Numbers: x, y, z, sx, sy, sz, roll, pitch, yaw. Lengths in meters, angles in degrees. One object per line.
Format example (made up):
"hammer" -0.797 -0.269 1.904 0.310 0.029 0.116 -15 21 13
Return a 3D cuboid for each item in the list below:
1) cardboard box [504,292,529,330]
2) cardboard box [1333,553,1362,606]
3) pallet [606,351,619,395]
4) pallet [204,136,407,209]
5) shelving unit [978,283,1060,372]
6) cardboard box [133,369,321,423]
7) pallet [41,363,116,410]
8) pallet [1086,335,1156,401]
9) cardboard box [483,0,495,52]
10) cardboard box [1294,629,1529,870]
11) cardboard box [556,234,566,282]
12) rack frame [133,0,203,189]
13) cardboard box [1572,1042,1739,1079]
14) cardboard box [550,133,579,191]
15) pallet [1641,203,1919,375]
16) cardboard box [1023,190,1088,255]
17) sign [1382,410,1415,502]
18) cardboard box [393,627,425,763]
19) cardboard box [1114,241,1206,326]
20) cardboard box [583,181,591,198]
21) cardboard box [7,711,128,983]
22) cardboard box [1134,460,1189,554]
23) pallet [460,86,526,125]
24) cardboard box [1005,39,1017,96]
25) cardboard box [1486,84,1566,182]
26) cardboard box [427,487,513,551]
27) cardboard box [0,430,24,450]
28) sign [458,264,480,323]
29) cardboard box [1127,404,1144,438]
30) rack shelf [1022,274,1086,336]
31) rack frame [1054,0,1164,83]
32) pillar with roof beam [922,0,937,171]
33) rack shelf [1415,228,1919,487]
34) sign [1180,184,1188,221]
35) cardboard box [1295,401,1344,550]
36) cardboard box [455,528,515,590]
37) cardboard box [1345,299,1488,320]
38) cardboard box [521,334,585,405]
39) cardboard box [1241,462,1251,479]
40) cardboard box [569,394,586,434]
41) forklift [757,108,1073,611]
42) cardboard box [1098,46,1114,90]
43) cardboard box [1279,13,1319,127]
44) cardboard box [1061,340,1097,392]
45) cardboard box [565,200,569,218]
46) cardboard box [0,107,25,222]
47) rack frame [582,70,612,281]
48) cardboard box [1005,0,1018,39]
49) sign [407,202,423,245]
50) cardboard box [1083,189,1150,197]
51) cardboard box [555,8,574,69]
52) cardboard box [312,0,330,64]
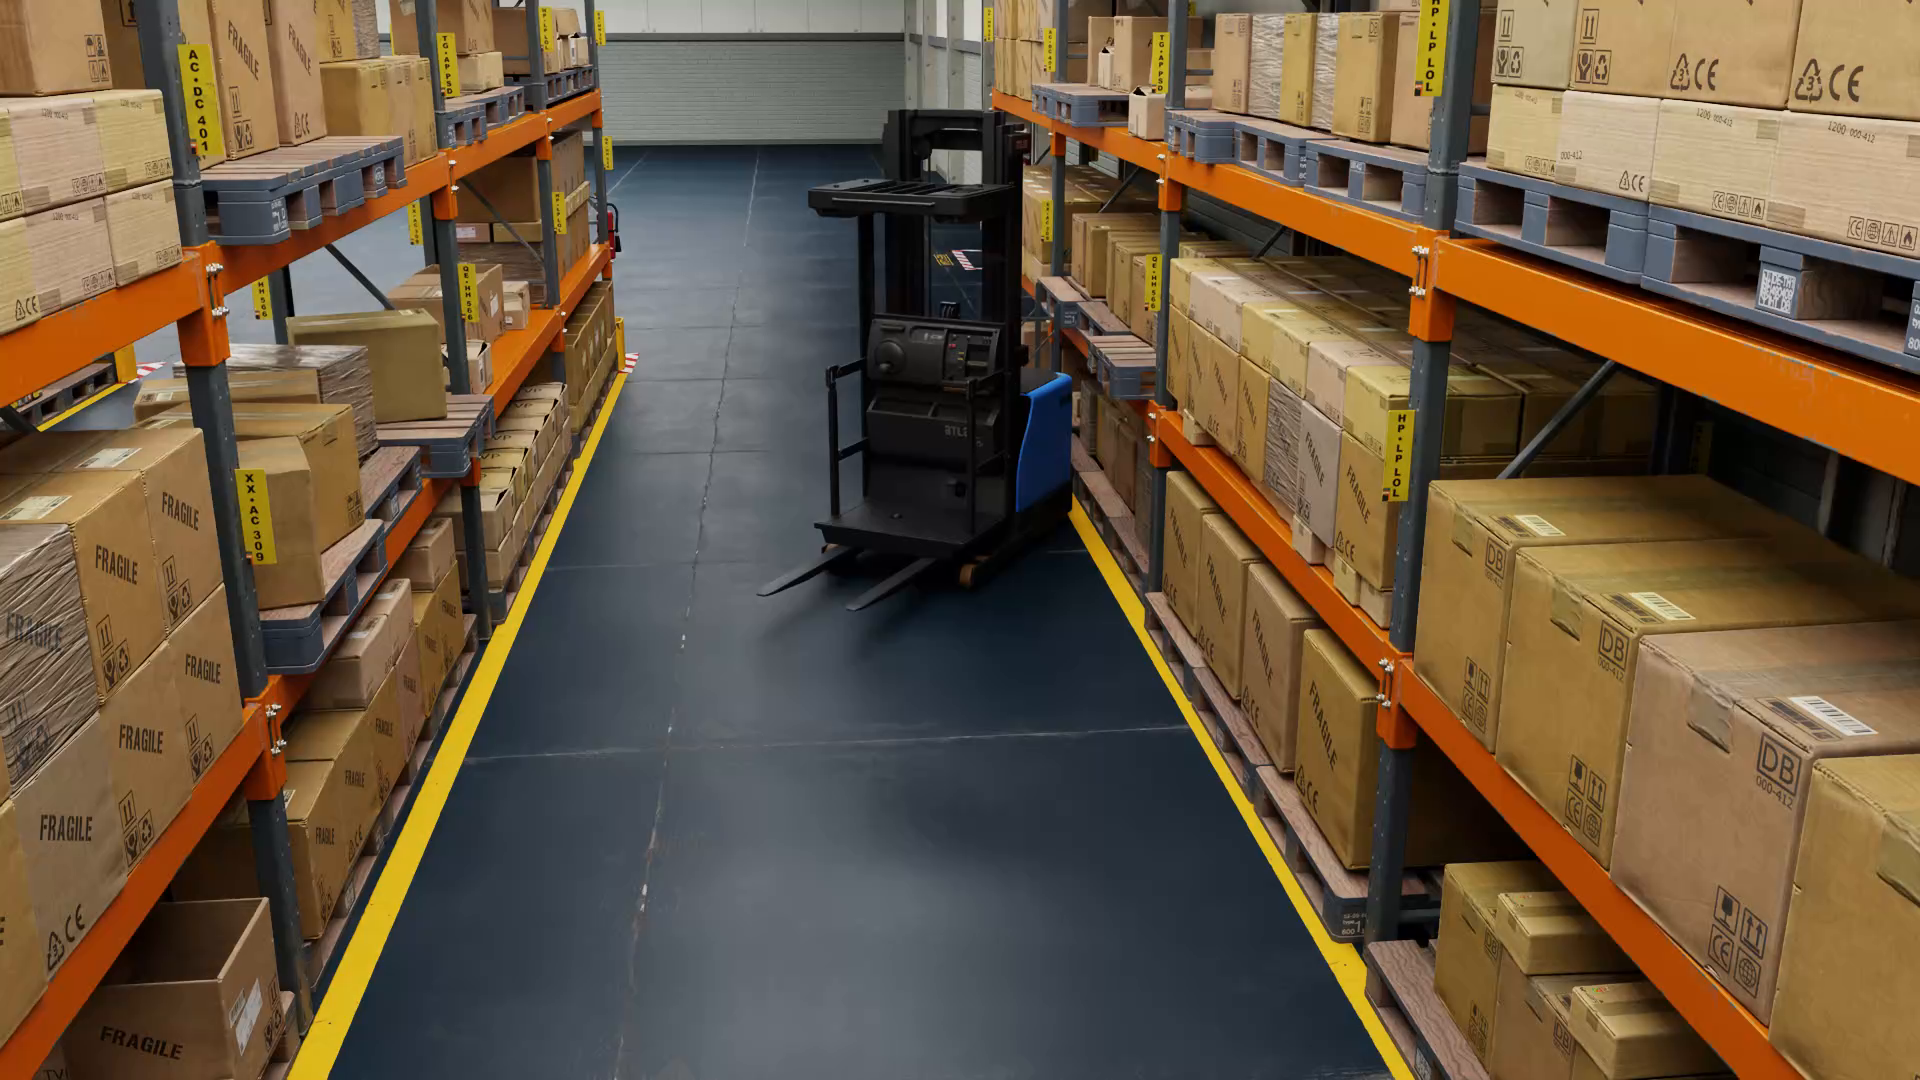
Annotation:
"cardboard box" -3.408 -1.707 12.329 0.396 0.266 0.258 -2 18 -7
"cardboard box" 1.705 0.146 6.589 0.380 0.149 0.250 -1 17 -5
"pallet" -3.973 -1.662 16.618 1.003 0.211 1.213 -2 18 -6
"pallet" -2.964 -1.490 6.722 1.213 0.211 1.003 -2 18 -6
"shelving unit" 0.439 -1.156 12.857 0.587 1.500 1.083 -2 17 -5
"cardboard box" -3.100 -0.416 7.126 0.700 0.500 0.500 -6 19 -20
"pallet" -8.888 -1.473 16.016 1.003 0.211 1.213 -2 18 -6
"pallet" 1.479 -1.107 10.515 1.213 0.211 1.003 -2 18 -6
"cardboard box" -3.657 -3.760 11.934 0.500 0.500 0.500 -2 17 -5
"cardboard box" 1.874 0.838 6.888 0.750 0.750 0.750 -2 17 -5
"cardboard box" -3.842 -2.513 14.507 0.700 0.500 0.500 -2 17 -5
"rack frame" -2.856 -2.506 4.635 1.000 3.000 0.127 -2 18 -6
"cardboard box" 2.145 1.723 4.652 0.700 0.500 0.500 -1 17 -4
"cardboard box" -3.993 -3.574 15.719 0.700 0.500 0.500 -2 18 -7
"pallet" 2.267 -0.580 3.656 1.003 0.211 1.213 -2 18 -6
"cardboard box" 0.832 -2.757 14.415 0.500 0.500 0.500 -2 18 -6
"sign" 1.532 -0.293 5.800 0.100 0.325 0.005 -2 18 -6
"cardboard box" -2.826 0.729 7.785 0.500 0.500 0.500 -2 18 -8
"cardboard box" 1.449 -1.757 11.365 0.700 0.500 0.500 -2 18 -6
"cardboard box" -3.865 -3.468 16.465 0.380 0.149 0.250 -2 18 -7
"cardboard box" -2.440 0.756 4.093 0.500 0.500 0.500 -1 17 -4
"cardboard box" 1.532 -0.220 10.807 0.700 0.500 0.500 -2 17 -5
"pallet" -3.578 -3.104 11.869 0.805 0.209 1.217 -2 18 -8
"cardboard box" 0.696 -4.438 15.598 0.500 0.500 0.500 -1 17 -3
"cardboard box" 1.880 -1.191 4.838 0.500 0.250 0.500 -2 18 -6
"cardboard box" -3.031 -0.156 10.120 0.500 0.311 0.500 -1 17 -4
"cardboard box" -3.088 -0.019 4.894 0.500 0.500 0.500 -1 17 -4
"sign" -2.730 -1.369 9.230 0.100 0.325 0.005 -2 18 -6
"cardboard box" 1.477 -0.902 11.730 0.500 0.250 0.500 -2 18 -6
"rack shelf" 1.039 -2.434 15.622 1.077 0.370 4.000 -2 18 -6
"rack frame" 1.245 -5.043 12.718 1.000 3.000 0.127 -2 18 -6
"pillar with roof beam" -4.992 -13.071 38.287 9.100 9.000 0.400 -2 18 -6
"rack shelf" 2.277 -0.290 3.785 1.077 0.370 4.000 -2 18 -6
"sign" 1.797 -2.752 13.501 0.100 0.325 0.005 -2 18 -6
"cardboard box" 1.710 -0.278 6.858 0.500 0.500 0.500 -2 18 -5
"cardboard box" -3.031 0.111 10.204 0.500 0.250 0.500 -2 18 -6
"cardboard box" 2.115 -0.960 7.779 0.500 0.250 0.500 -2 18 -7
"cardboard box" -3.418 -1.421 13.833 0.500 0.500 0.500 -2 18 -6
"cardboard box" 1.622 -0.391 8.302 0.380 0.149 0.250 -2 17 -5
"cardboard box" -3.428 -1.063 13.944 0.500 0.250 0.500 -2 18 -6
"forklift" -0.266 -1.230 10.701 1.130 2.935 3.031 8 19 24
"cardboard box" 1.286 -3.421 12.007 0.500 0.311 0.500 -1 17 -4
"cardboard box" 1.916 -2.214 7.812 0.700 0.500 0.500 -1 17 -3
"cardboard box" 1.099 -1.506 14.906 0.500 0.500 0.500 -3 18 -10
"cardboard box" -3.680 -2.932 14.757 0.380 0.149 0.250 -2 18 -6
"cardboard box" -2.439 -0.807 3.647 0.500 0.250 0.500 -2 18 -6
"rack frame" -4.094 -3.219 16.921 1.000 3.000 0.127 -2 18 -6
"cardboard box" 0.697 -4.913 15.440 0.500 0.500 0.500 -1 17 -4
"sign" -4.233 -2.460 12.928 0.100 0.325 0.005 -2 18 -6
"cardboard box" 1.355 -2.778 14.482 0.500 0.500 0.500 -2 18 -6
"cardboard box" -3.726 -4.269 14.152 0.797 0.503 0.637 0 17 0
"cardboard box" -3.125 -2.357 7.333 0.500 0.500 0.500 -2 18 -6
